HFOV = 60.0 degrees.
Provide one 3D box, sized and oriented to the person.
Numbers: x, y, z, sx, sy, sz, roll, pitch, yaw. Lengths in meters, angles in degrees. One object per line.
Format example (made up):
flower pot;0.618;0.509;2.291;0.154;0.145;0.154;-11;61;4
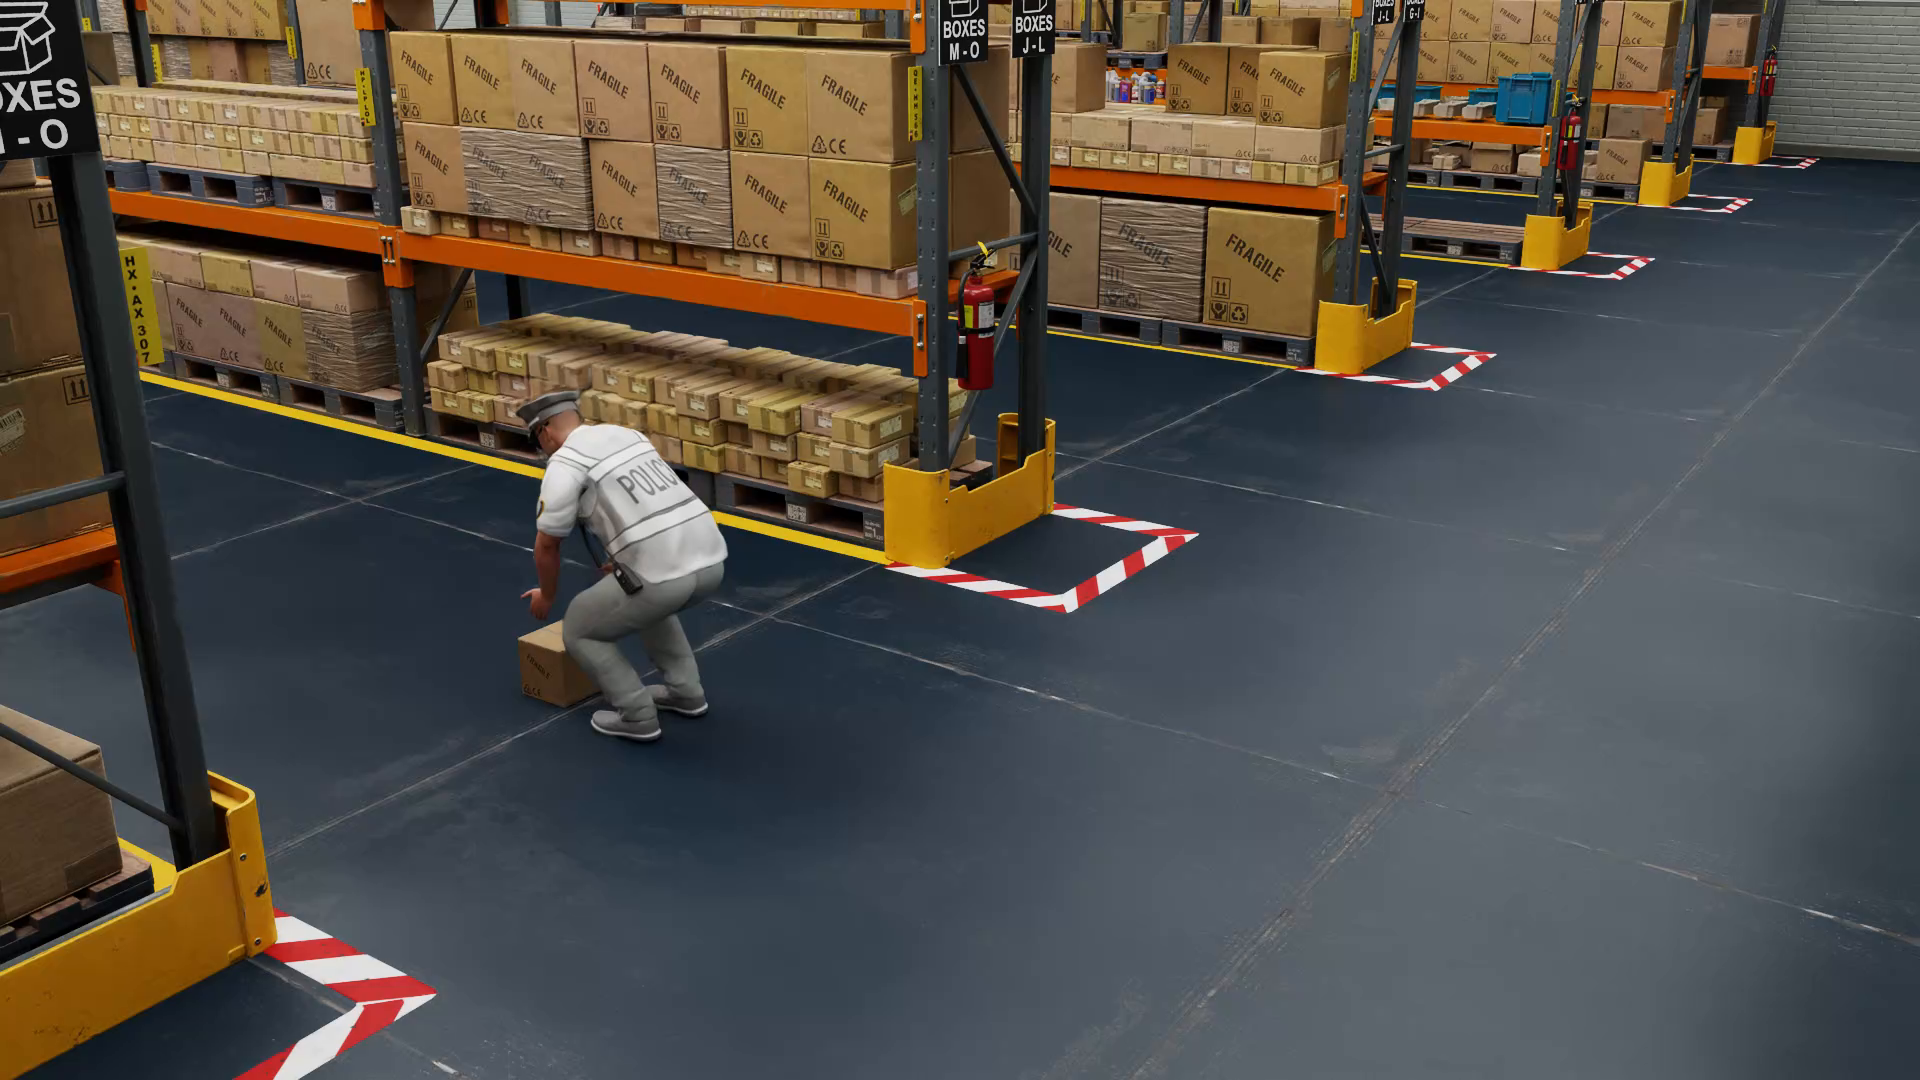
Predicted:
person;-1.325;0.095;6.444;0.855;1.321;0.588;13;23;32
